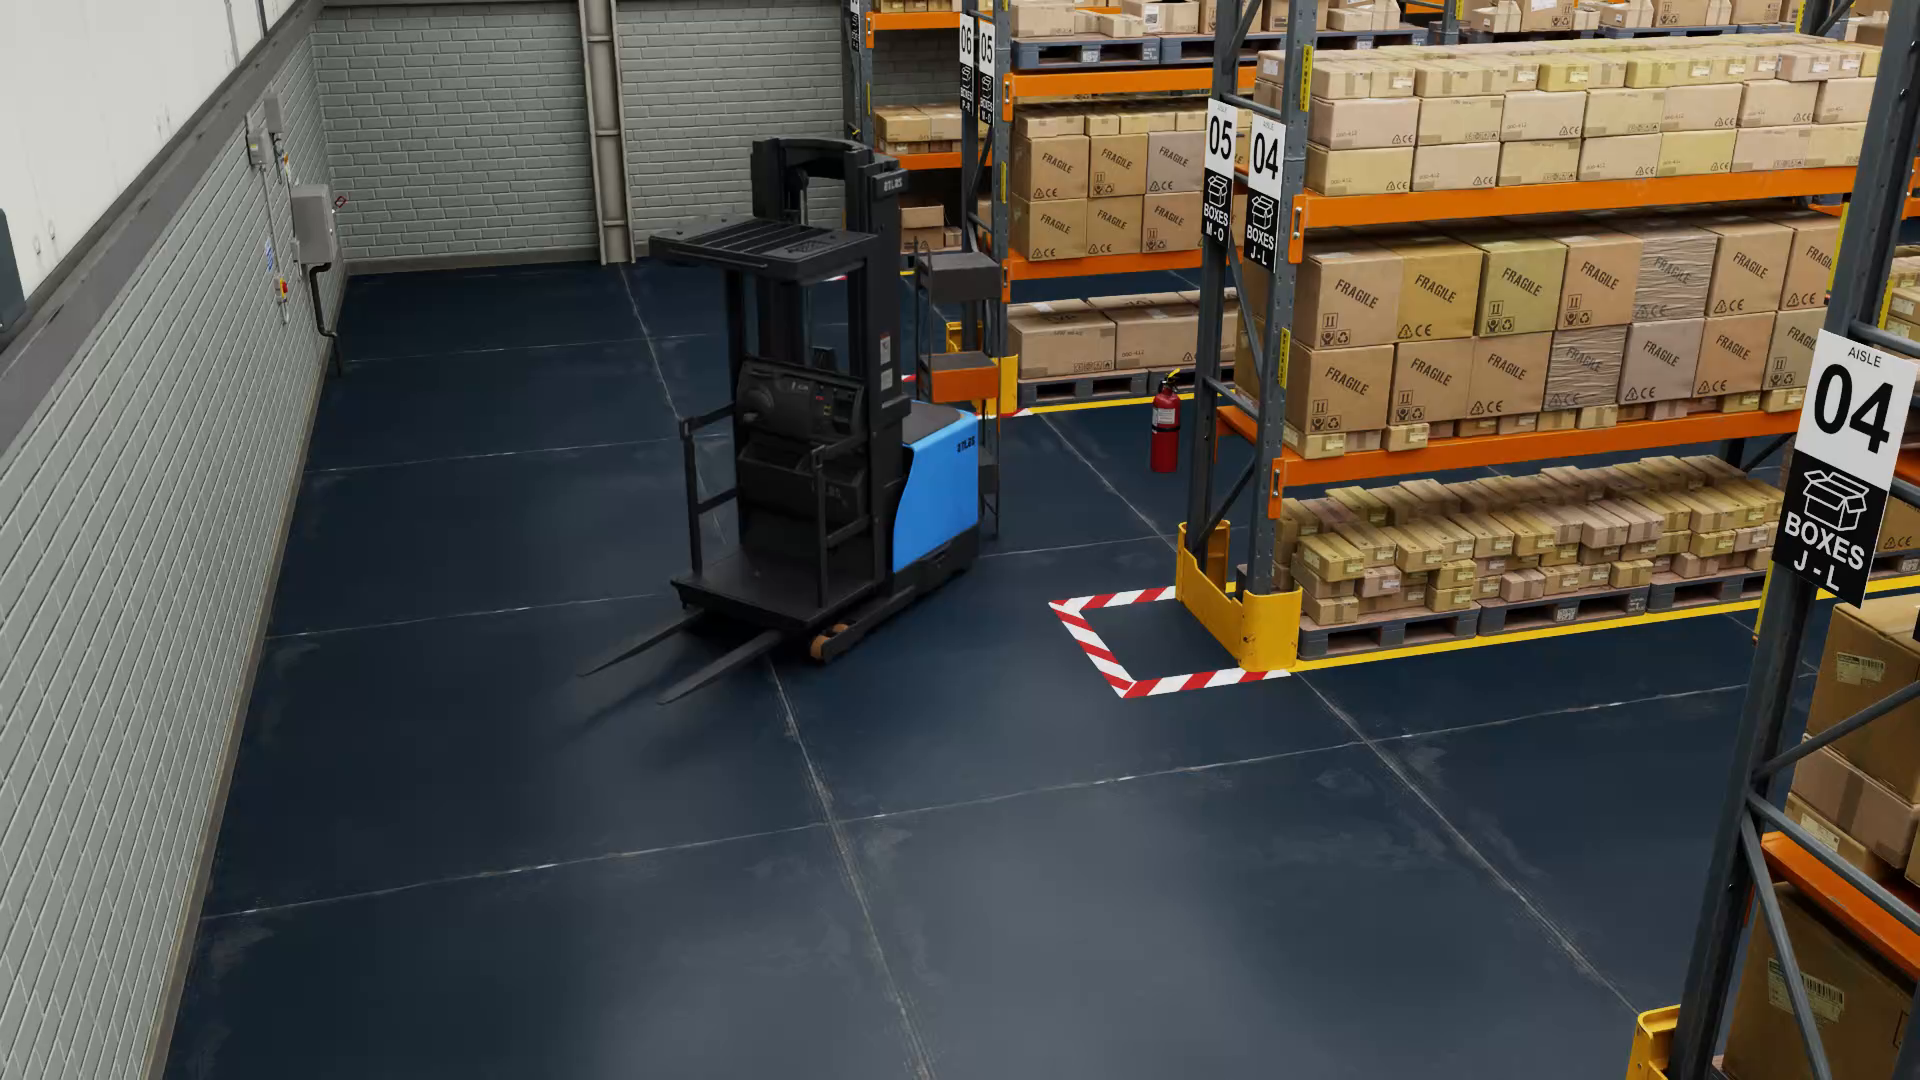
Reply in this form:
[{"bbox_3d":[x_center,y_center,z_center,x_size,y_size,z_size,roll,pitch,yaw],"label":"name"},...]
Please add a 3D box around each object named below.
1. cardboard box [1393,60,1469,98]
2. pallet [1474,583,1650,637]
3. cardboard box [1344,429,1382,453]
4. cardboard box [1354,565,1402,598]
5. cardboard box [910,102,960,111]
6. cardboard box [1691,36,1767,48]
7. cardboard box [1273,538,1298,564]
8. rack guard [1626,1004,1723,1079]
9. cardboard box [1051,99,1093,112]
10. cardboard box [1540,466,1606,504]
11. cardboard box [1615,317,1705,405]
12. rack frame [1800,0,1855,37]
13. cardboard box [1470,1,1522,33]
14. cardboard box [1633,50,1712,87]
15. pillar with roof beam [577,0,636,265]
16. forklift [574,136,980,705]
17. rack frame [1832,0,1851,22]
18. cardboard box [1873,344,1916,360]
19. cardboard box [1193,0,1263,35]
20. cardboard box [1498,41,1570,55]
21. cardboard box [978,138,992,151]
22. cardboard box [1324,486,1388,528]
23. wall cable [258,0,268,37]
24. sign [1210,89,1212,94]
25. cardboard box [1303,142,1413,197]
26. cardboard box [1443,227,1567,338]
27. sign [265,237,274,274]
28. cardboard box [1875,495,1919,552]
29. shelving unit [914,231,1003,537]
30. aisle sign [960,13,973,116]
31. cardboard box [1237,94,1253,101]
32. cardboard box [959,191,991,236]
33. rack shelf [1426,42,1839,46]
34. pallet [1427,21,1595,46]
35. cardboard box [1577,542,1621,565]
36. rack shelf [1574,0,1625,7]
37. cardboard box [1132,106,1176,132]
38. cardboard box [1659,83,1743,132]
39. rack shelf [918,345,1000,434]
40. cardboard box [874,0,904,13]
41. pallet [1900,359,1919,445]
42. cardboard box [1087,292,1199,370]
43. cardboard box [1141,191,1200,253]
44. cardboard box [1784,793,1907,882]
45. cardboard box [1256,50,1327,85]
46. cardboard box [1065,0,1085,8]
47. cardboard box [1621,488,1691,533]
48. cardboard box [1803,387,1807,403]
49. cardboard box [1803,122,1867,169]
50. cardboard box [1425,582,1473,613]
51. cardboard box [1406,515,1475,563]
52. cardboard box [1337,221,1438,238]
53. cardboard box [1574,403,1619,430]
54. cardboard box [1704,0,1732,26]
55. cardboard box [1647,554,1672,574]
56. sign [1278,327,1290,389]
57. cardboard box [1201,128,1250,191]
[{"bbox_3d":[2.546,-2.506,9.033,0.250,0.149,0.380,-6,24,-14],"label":"cardboard box"},{"bbox_3d":[3.679,0.258,10.882,1.213,0.211,1.003,-6,24,-14],"label":"pallet"},{"bbox_3d":[2.276,-0.651,9.783,0.250,0.149,0.380,-5,24,-12],"label":"cardboard box"},{"bbox_3d":[2.494,0.200,10.185,0.250,0.149,0.380,-6,24,-15],"label":"cardboard box"},{"bbox_3d":[-0.269,-4.839,19.036,0.500,0.250,0.500,-6,24,-14],"label":"cardboard box"},{"bbox_3d":[4.650,-2.959,10.089,0.250,0.149,0.380,-7,24,-15],"label":"cardboard box"},{"bbox_3d":[2.073,0.002,10.647,0.250,0.149,0.380,-7,24,-16],"label":"cardboard box"},{"bbox_3d":[2.861,2.231,5.916,0.348,0.500,1.175,-6,24,-14],"label":"rack guard"},{"bbox_3d":[0.962,-3.696,14.342,0.250,0.149,0.380,-7,24,-15],"label":"cardboard box"},{"bbox_3d":[4.082,-0.353,11.098,0.250,0.149,0.380,-6,24,-13],"label":"cardboard box"},{"bbox_3d":[4.124,-1.157,10.137,0.500,0.500,0.500,-6,24,-15],"label":"cardboard box"},{"bbox_3d":[5.493,-3.997,9.653,0.127,3.000,1.000,-6,24,-14],"label":"rack frame"},{"bbox_3d":[4.635,-4.539,14.358,0.258,0.266,0.396,-7,24,-15],"label":"cardboard box"},{"bbox_3d":[4.027,-2.678,9.433,0.250,0.149,0.380,-6,24,-15],"label":"cardboard box"},{"bbox_3d":[-2.814,-5.744,13.725,0.400,9.000,9.100,-6,24,-14],"label":"pillar with roof beam"},{"bbox_3d":[-1.088,-0.816,9.934,1.130,2.935,3.031,14,27,30],"label":"forklift"},{"bbox_3d":[7.910,-6.292,15.001,0.127,3.000,1.000,-6,24,-14],"label":"rack frame"},{"bbox_3d":[5.996,-1.185,10.494,0.250,0.149,0.380,-7,24,-17],"label":"cardboard box"},{"bbox_3d":[2.189,-4.504,13.852,0.500,0.500,0.500,-6,24,-13],"label":"cardboard box"},{"bbox_3d":[3.370,-2.839,9.809,0.250,0.149,0.380,-7,24,-16],"label":"cardboard box"},{"bbox_3d":[0.244,-4.502,18.757,0.250,0.149,0.380,-6,24,-14],"label":"cardboard box"},{"bbox_3d":[2.555,-0.204,10.749,0.250,0.149,0.380,-7,24,-16],"label":"cardboard box"},{"bbox_3d":[-6.110,-6.091,14.487,0.133,3.039,2.988,-6,24,-14],"label":"wall cable"},{"bbox_3d":[2.868,-5.185,18.933,0.005,0.325,0.100,-6,24,-14],"label":"sign"},{"bbox_3d":[2.143,-2.074,9.166,0.500,0.250,0.500,-5,24,-12],"label":"cardboard box"},{"bbox_3d":[3.137,-1.506,9.684,0.500,0.500,0.500,-7,24,-16],"label":"cardboard box"},{"bbox_3d":[-5.261,-2.172,12.666,0.001,0.218,0.327,-6,24,-14],"label":"sign"},{"bbox_3d":[6.276,-0.262,11.195,0.500,0.500,0.500,-5,24,-12],"label":"cardboard box"},{"bbox_3d":[-0.015,-1.036,11.503,0.503,2.100,0.431,-6,24,-15],"label":"shelving unit"},{"bbox_3d":[0.054,-3.987,13.942,0.004,0.787,0.394,-6,24,-14],"label":"aisle sign"},{"bbox_3d":[2.468,-3.822,14.636,0.250,0.149,0.380,-6,24,-15],"label":"cardboard box"},{"bbox_3d":[0.311,-3.716,19.245,0.500,0.500,0.700,-5,24,-12],"label":"cardboard box"},{"bbox_3d":[5.984,-4.370,15.238,4.000,0.370,1.077,-6,24,-14],"label":"rack shelf"},{"bbox_3d":[4.928,-4.516,14.908,1.217,0.209,0.805,-7,24,-16],"label":"pallet"},{"bbox_3d":[3.994,0.008,10.632,0.250,0.149,0.380,-7,24,-17],"label":"cardboard box"},{"bbox_3d":[8.491,-6.680,20.622,4.000,0.370,1.077,-6,24,-14],"label":"rack shelf"},{"bbox_3d":[1.625,-3.541,13.981,0.250,0.149,0.380,-6,24,-14],"label":"cardboard box"},{"bbox_3d":[4.112,-2.525,9.584,0.500,0.250,0.500,-5,24,-12],"label":"cardboard box"},{"bbox_3d":[-0.015,-1.024,11.508,0.480,0.518,0.431,-6,24,-15],"label":"rack shelf"},{"bbox_3d":[-0.768,-5.775,17.920,0.250,0.149,0.380,-6,24,-13],"label":"cardboard box"},{"bbox_3d":[3.596,-0.341,5.049,1.213,0.211,1.003,-6,24,-14],"label":"pallet"},{"bbox_3d":[1.695,-1.907,15.107,0.875,0.438,0.875,-6,24,-13],"label":"cardboard box"},{"bbox_3d":[1.721,-2.782,14.304,0.500,0.500,0.500,-6,24,-15],"label":"cardboard box"},{"bbox_3d":[3.138,1.032,5.859,0.250,0.149,0.380,-6,24,-13],"label":"cardboard box"},{"bbox_3d":[1.882,-2.683,9.446,0.250,0.149,0.380,-7,24,-15],"label":"cardboard box"},{"bbox_3d":[1.206,-5.984,18.407,0.250,0.149,0.380,-6,24,-14],"label":"cardboard box"},{"bbox_3d":[4.477,-0.190,10.717,0.250,0.149,0.380,-6,24,-13],"label":"cardboard box"},{"bbox_3d":[5.281,-1.005,10.608,0.250,0.149,0.380,-7,24,-15],"label":"cardboard box"},{"bbox_3d":[5.093,-2.395,9.913,0.500,0.250,0.500,-6,24,-13],"label":"cardboard box"},{"bbox_3d":[2.975,0.295,10.341,0.250,0.149,0.380,-6,24,-14],"label":"cardboard box"},{"bbox_3d":[2.964,-0.008,10.293,0.250,0.149,0.380,-8,24,-17],"label":"cardboard box"},{"bbox_3d":[2.503,-1.653,10.027,0.500,0.500,0.500,-7,24,-16],"label":"cardboard box"},{"bbox_3d":[3.795,-0.811,10.156,0.250,0.149,0.380,-6,24,-13],"label":"cardboard box"},{"bbox_3d":[6.678,-4.765,14.884,0.258,0.266,0.396,-7,24,-16],"label":"cardboard box"},{"bbox_3d":[4.411,0.079,10.845,0.250,0.149,0.380,-7,24,-16],"label":"cardboard box"},{"bbox_3d":[1.788,-1.006,9.192,0.005,0.325,0.100,-6,24,-14],"label":"sign"},{"bbox_3d":[2.215,-3.300,14.242,0.500,0.500,0.500,-6,24,-14],"label":"cardboard box"}]
